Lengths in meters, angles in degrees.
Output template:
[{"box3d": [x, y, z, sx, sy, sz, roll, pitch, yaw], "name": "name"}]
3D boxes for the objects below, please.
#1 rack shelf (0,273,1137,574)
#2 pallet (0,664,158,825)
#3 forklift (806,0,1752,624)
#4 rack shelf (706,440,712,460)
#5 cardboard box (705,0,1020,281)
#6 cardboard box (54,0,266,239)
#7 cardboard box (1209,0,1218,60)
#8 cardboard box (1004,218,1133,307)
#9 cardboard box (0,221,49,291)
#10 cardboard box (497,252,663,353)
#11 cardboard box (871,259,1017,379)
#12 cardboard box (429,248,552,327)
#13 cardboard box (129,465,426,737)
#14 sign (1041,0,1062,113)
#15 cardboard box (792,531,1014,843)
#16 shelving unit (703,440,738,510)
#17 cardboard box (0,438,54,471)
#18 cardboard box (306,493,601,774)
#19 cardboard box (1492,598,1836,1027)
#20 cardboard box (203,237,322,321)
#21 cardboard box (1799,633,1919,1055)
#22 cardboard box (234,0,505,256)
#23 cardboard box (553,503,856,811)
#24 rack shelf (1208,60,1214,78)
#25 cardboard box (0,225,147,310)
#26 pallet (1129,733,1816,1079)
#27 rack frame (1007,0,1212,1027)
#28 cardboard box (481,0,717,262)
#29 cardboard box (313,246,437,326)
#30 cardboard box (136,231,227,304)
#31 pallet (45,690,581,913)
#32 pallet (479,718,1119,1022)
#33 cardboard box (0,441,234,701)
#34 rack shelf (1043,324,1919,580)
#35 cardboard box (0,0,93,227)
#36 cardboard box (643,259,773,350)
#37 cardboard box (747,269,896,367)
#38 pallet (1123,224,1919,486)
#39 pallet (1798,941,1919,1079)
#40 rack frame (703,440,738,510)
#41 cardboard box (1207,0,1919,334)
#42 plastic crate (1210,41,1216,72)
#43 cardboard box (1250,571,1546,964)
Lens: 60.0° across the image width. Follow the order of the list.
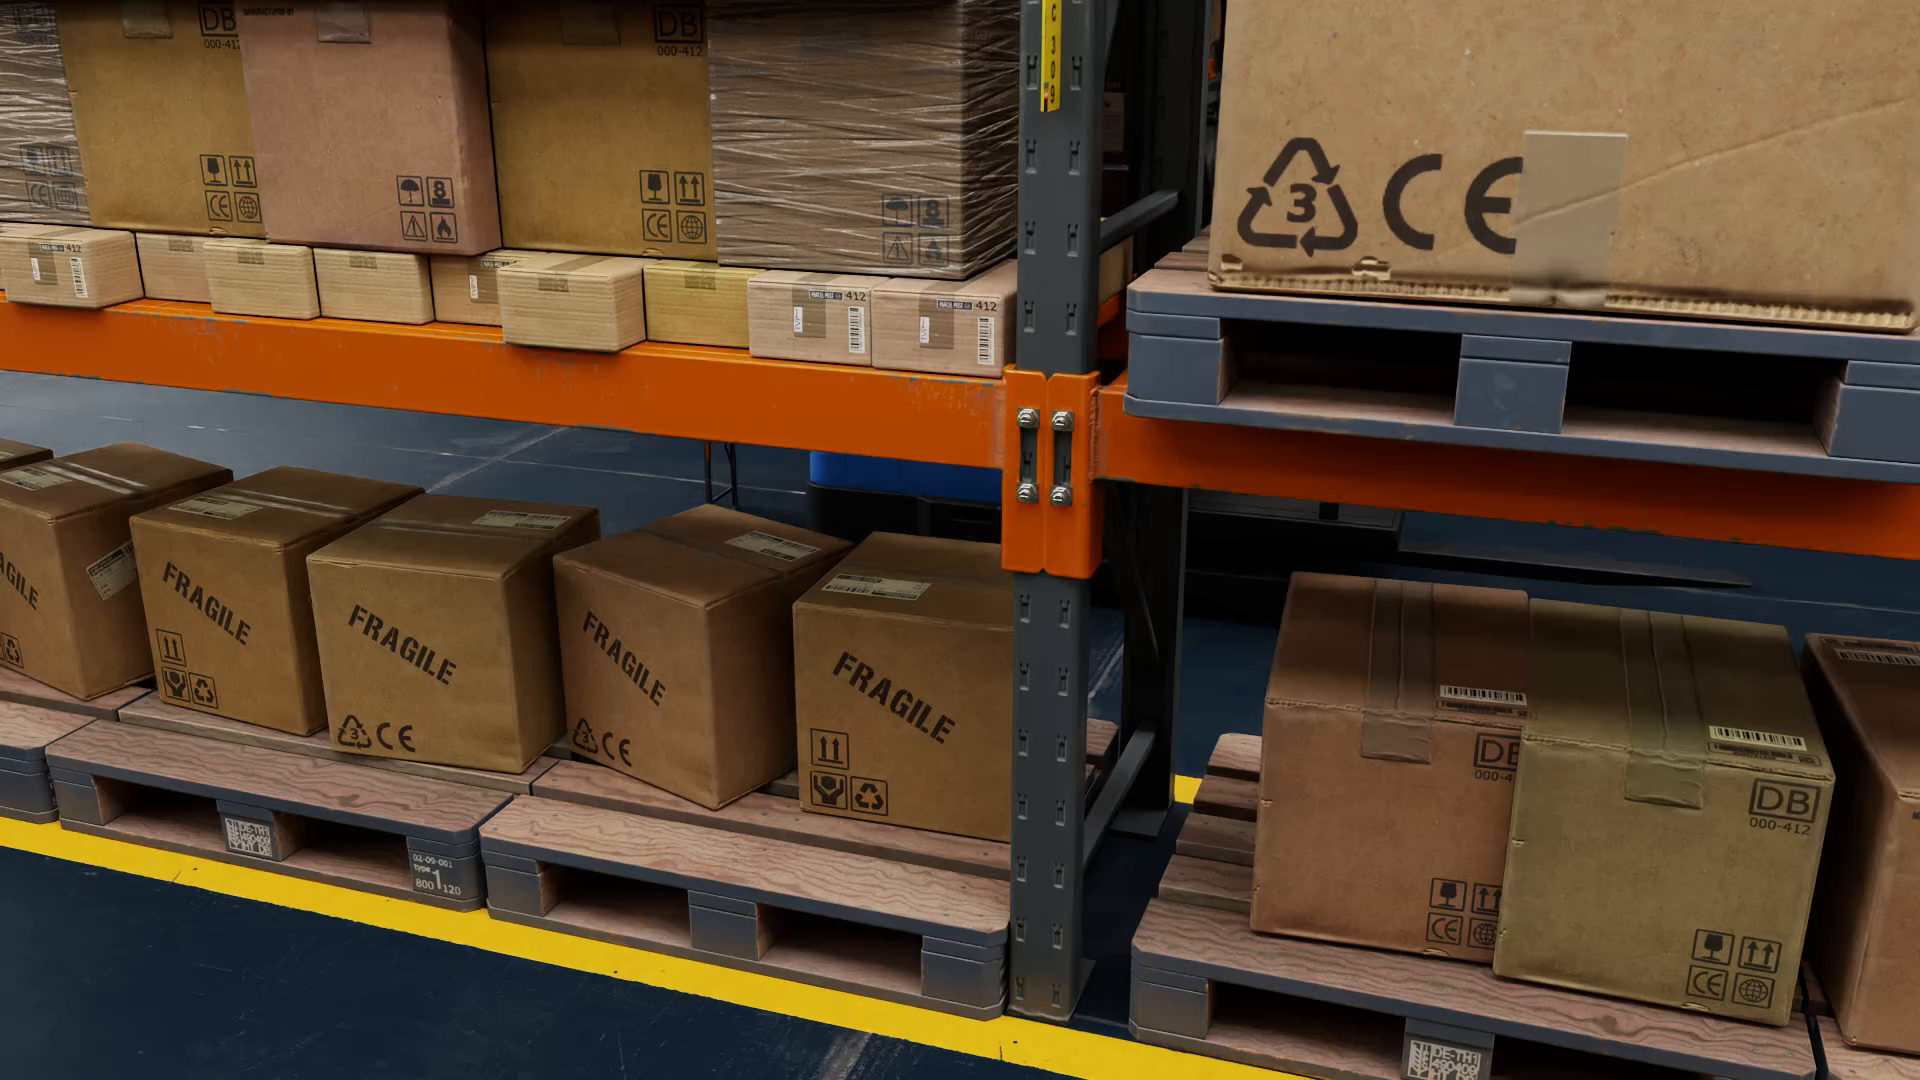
[{"box3d": [-1.571, -0.488, 4.011, 4.000, 0.370, 1.077, 7, 20, 18], "name": "rack shelf"}, {"box3d": [-2.633, 0.380, 4.664, 1.213, 0.211, 1.003, 7, 20, 18], "name": "pallet"}, {"box3d": [1.044, -1.293, 5.331, 3.031, 2.935, 1.130, 6, 20, 17], "name": "forklift"}, {"box3d": [-0.670, -0.383, 6.159, 0.480, 0.148, 0.258, 6, 20, 17], "name": "rack shelf"}, {"box3d": [-0.087, -0.867, 3.402, 0.500, 0.500, 0.875, 7, 20, 18], "name": "cardboard box"}, {"box3d": [-1.511, -1.021, 3.845, 0.500, 0.500, 0.875, 7, 20, 18], "name": "cardboard box"}, {"box3d": [2.179, -3.895, 12.540, 0.500, 0.500, 0.700, 7, 20, 19], "name": "cardboard box"}, {"box3d": [0.214, -0.609, 3.649, 0.250, 0.149, 0.380, 7, 20, 18], "name": "cardboard box"}, {"box3d": [-2.086, -0.687, 3.871, 0.250, 0.149, 0.380, 7, 20, 18], "name": "cardboard box"}, {"box3d": [-0.703, -0.492, 3.314, 0.250, 0.149, 0.380, 7, 20, 18], "name": "cardboard box"}, {"box3d": [0.019, -0.424, 3.118, 0.250, 0.149, 0.380, 7, 20, 18], "name": "cardboard box"}, {"box3d": [-0.896, -0.560, 3.509, 0.250, 0.149, 0.380, 7, 20, 18], "name": "cardboard box"}, {"box3d": [-1.715, 0.139, 4.281, 0.500, 0.500, 0.500, 9, 21, 23], "name": "cardboard box"}, {"box3d": [0.147, -0.851, 2.644, 0.005, 0.325, 0.100, 7, 20, 18], "name": "sign"}, {"box3d": [-0.046, 0.315, 3.775, 0.500, 0.500, 0.500, 6, 20, 16], "name": "cardboard box"}, {"box3d": [-0.670, -0.634, 6.071, 0.503, 1.200, 0.258, 6, 20, 17], "name": "shelving unit"}, {"box3d": [-2.876, 0.011, 4.646, 0.500, 0.500, 0.500, 11, 22, 28], "name": "cardboard box"}, {"box3d": [-1.202, 0.213, 4.068, 0.500, 0.500, 0.500, 5, 20, 13], "name": "cardboard box"}, {"box3d": [1.336, 0.492, 3.238, 0.500, 0.500, 0.700, 6, 20, 18], "name": "cardboard box"}, {"box3d": [-1.393, -0.591, 3.596, 0.250, 0.149, 0.380, 7, 20, 18], "name": "cardboard box"}, {"box3d": [1.864, 0.552, 3.065, 0.500, 0.500, 0.700, 5, 20, 13], "name": "cardboard box"}, {"box3d": [-1.053, -0.954, 3.653, 0.500, 0.500, 0.875, 7, 20, 18], "name": "cardboard box"}, {"box3d": [-0.590, 0.256, 3.945, 0.500, 0.500, 0.500, 14, 24, 35], "name": "cardboard box"}, {"box3d": [1.683, -3.567, 12.846, 4.000, 0.370, 1.077, 7, 20, 18], "name": "rack shelf"}, {"box3d": [-1.884, -0.628, 3.701, 0.250, 0.149, 0.380, 7, 20, 18], "name": "cardboard box"}, {"box3d": [1.054, 0.789, 3.492, 1.213, 0.211, 1.003, 7, 20, 18], "name": "pallet"}, {"box3d": [0.318, -0.611, 3.273, 0.127, 3.000, 1.000, 7, 20, 18], "name": "rack frame"}, {"box3d": [-0.547, -0.932, 3.588, 0.500, 0.500, 0.875, 7, 20, 18], "name": "cardboard box"}, {"box3d": [-1.146, -0.575, 3.550, 0.250, 0.149, 0.380, 7, 20, 18], "name": "cardboard box"}, {"box3d": [-1.604, -0.642, 3.742, 0.250, 0.149, 0.380, 7, 20, 18], "name": "cardboard box"}, {"box3d": [-1.484, 0.513, 4.285, 1.213, 0.211, 1.003, 7, 20, 18], "name": "pallet"}, {"box3d": [-0.328, 0.644, 3.908, 1.213, 0.211, 1.003, 7, 20, 18], "name": "pallet"}, {"box3d": [-2.300, 0.065, 4.491, 0.500, 0.500, 0.500, 13, 23, 32], "name": "cardboard box"}, {"box3d": [2.208, -0.056, 2.771, 4.000, 0.370, 1.077, 7, 20, 18], "name": "rack shelf"}, {"box3d": [-1.980, -1.079, 4.010, 0.500, 0.500, 0.875, 7, 20, 18], "name": "cardboard box"}, {"box3d": [-0.431, -0.500, 3.335, 0.250, 0.149, 0.380, 7, 20, 18], "name": "cardboard box"}, {"box3d": [-0.214, -0.454, 3.204, 0.250, 0.149, 0.380, 7, 20, 18], "name": "cardboard box"}, {"box3d": [0.993, -0.393, 2.938, 1.213, 0.211, 1.003, 7, 20, 18], "name": "pallet"}, {"box3d": [2.210, 0.920, 3.115, 1.213, 0.211, 1.003, 7, 20, 18], "name": "pallet"}, {"box3d": [-0.903, -0.658, 6.141, 0.015, 1.200, 0.240, 6, 20, 17], "name": "rack frame"}, {"box3d": [1.023, -0.964, 2.734, 1.000, 1.000, 1.000, 7, 20, 18], "name": "cardboard box"}, {"box3d": [1.491, -2.218, 7.977, 0.504, 0.338, 0.767, 7, 20, 18], "name": "plastic crate"}, {"box3d": [0.891, 0.434, 3.402, 0.500, 0.500, 0.700, 5, 20, 14], "name": "cardboard box"}]
